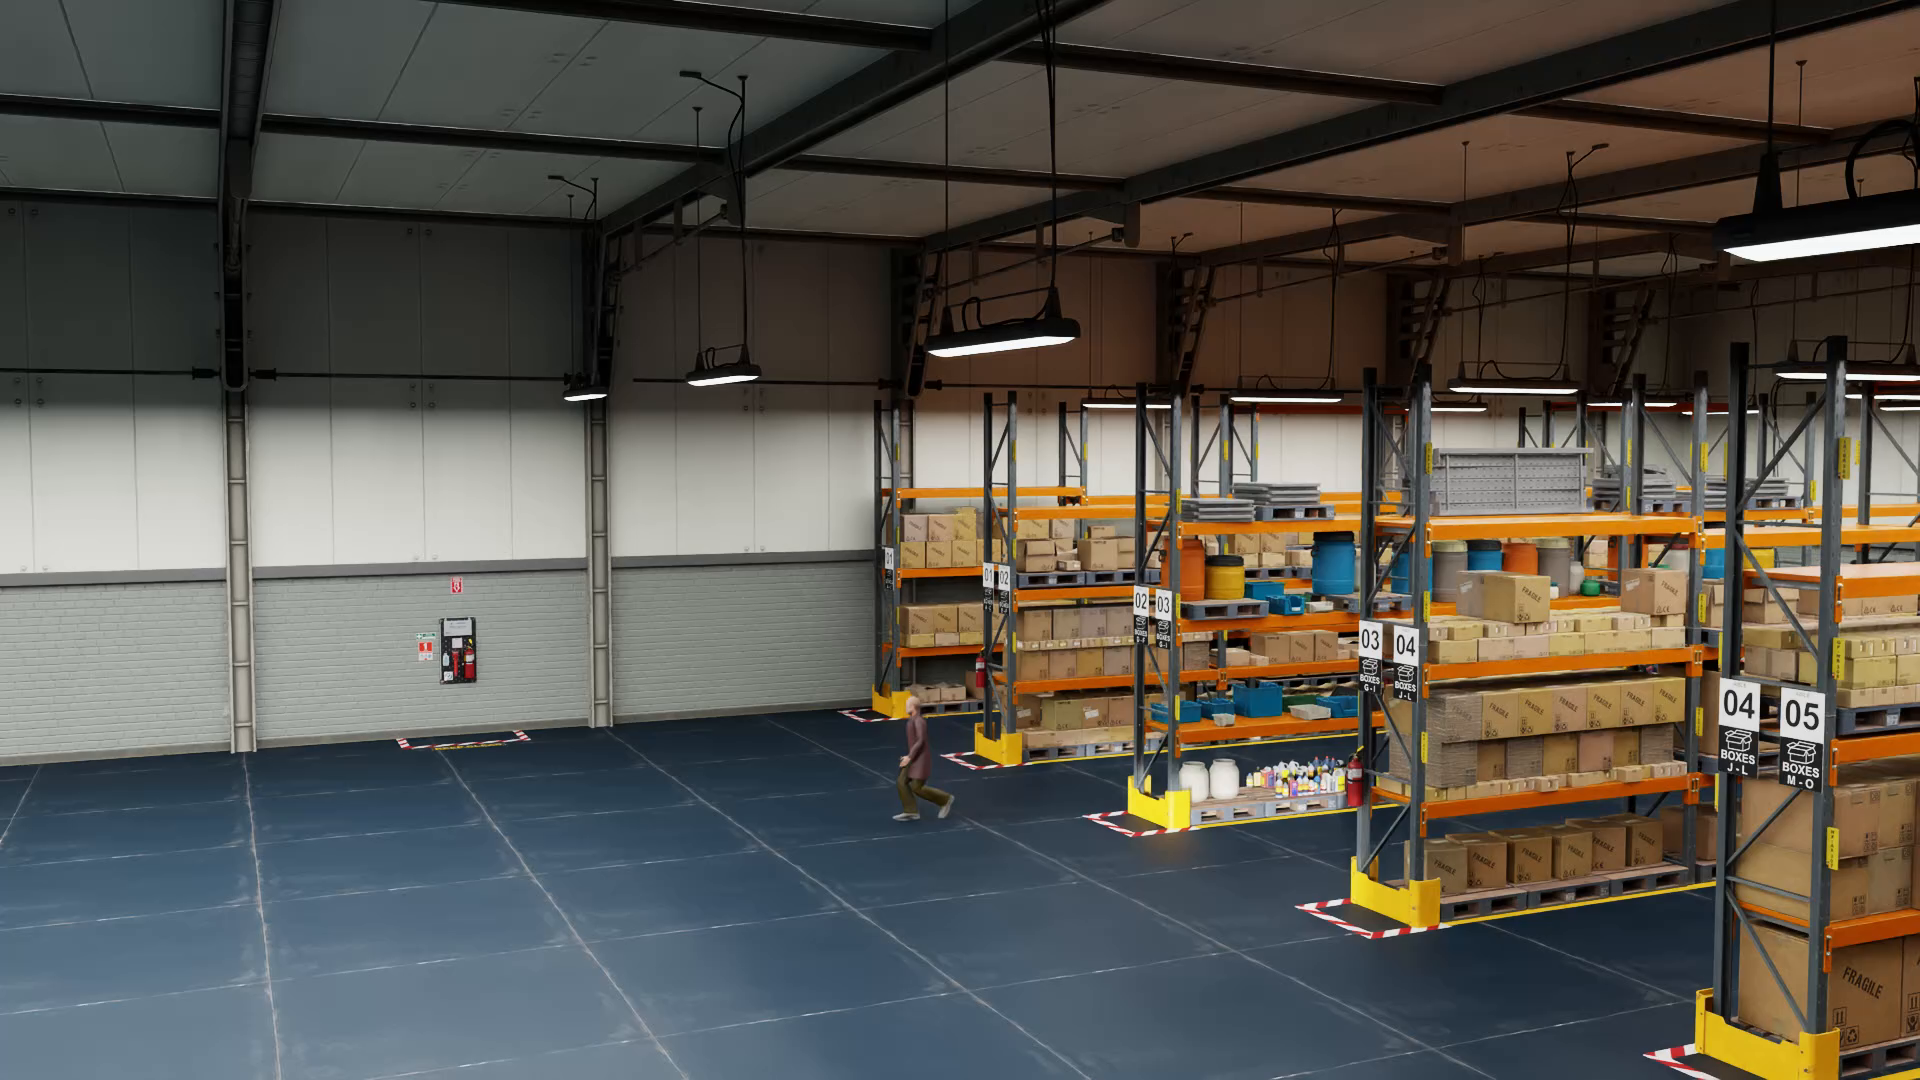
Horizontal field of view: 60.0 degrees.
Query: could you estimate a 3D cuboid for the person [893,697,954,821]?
[{"bbox_3d":[-0.513,2.994,22.851,0.849,1.695,0.620,-1,3,-12],"label":"person"}]
